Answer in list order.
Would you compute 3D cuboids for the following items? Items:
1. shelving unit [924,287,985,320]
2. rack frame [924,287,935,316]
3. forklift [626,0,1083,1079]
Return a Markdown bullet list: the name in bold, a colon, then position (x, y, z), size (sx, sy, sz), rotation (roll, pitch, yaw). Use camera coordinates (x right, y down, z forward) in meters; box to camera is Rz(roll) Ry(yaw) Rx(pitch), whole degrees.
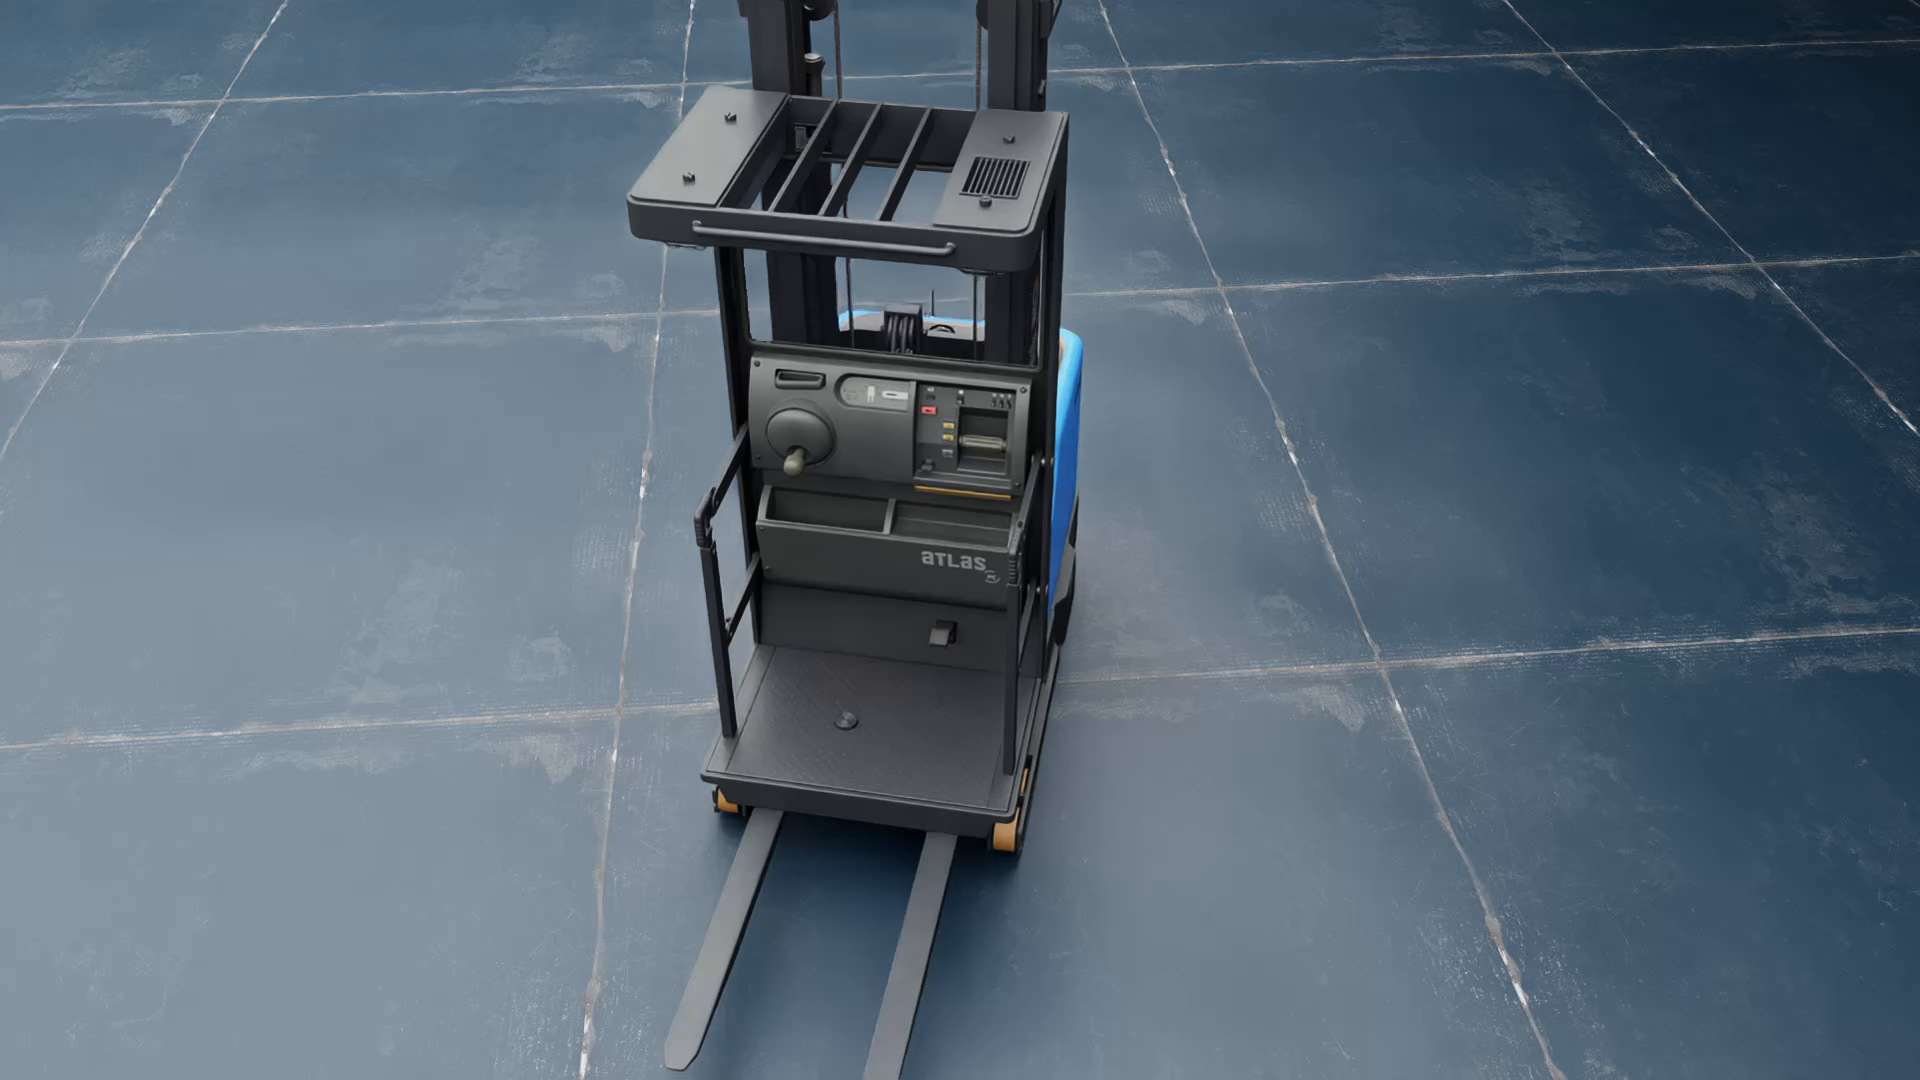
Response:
- **shelving unit**: position (-0.004, -0.562, 7.115), size (0.252, 1.050, 0.215), rotation (6, 39, 7)
- **rack frame**: position (-0.125, -0.575, 7.131), size (0.008, 1.050, 0.200), rotation (6, 39, 7)
- **forklift**: position (-0.271, -0.302, 5.266), size (1.130, 2.935, 3.031), rotation (6, 39, 8)
